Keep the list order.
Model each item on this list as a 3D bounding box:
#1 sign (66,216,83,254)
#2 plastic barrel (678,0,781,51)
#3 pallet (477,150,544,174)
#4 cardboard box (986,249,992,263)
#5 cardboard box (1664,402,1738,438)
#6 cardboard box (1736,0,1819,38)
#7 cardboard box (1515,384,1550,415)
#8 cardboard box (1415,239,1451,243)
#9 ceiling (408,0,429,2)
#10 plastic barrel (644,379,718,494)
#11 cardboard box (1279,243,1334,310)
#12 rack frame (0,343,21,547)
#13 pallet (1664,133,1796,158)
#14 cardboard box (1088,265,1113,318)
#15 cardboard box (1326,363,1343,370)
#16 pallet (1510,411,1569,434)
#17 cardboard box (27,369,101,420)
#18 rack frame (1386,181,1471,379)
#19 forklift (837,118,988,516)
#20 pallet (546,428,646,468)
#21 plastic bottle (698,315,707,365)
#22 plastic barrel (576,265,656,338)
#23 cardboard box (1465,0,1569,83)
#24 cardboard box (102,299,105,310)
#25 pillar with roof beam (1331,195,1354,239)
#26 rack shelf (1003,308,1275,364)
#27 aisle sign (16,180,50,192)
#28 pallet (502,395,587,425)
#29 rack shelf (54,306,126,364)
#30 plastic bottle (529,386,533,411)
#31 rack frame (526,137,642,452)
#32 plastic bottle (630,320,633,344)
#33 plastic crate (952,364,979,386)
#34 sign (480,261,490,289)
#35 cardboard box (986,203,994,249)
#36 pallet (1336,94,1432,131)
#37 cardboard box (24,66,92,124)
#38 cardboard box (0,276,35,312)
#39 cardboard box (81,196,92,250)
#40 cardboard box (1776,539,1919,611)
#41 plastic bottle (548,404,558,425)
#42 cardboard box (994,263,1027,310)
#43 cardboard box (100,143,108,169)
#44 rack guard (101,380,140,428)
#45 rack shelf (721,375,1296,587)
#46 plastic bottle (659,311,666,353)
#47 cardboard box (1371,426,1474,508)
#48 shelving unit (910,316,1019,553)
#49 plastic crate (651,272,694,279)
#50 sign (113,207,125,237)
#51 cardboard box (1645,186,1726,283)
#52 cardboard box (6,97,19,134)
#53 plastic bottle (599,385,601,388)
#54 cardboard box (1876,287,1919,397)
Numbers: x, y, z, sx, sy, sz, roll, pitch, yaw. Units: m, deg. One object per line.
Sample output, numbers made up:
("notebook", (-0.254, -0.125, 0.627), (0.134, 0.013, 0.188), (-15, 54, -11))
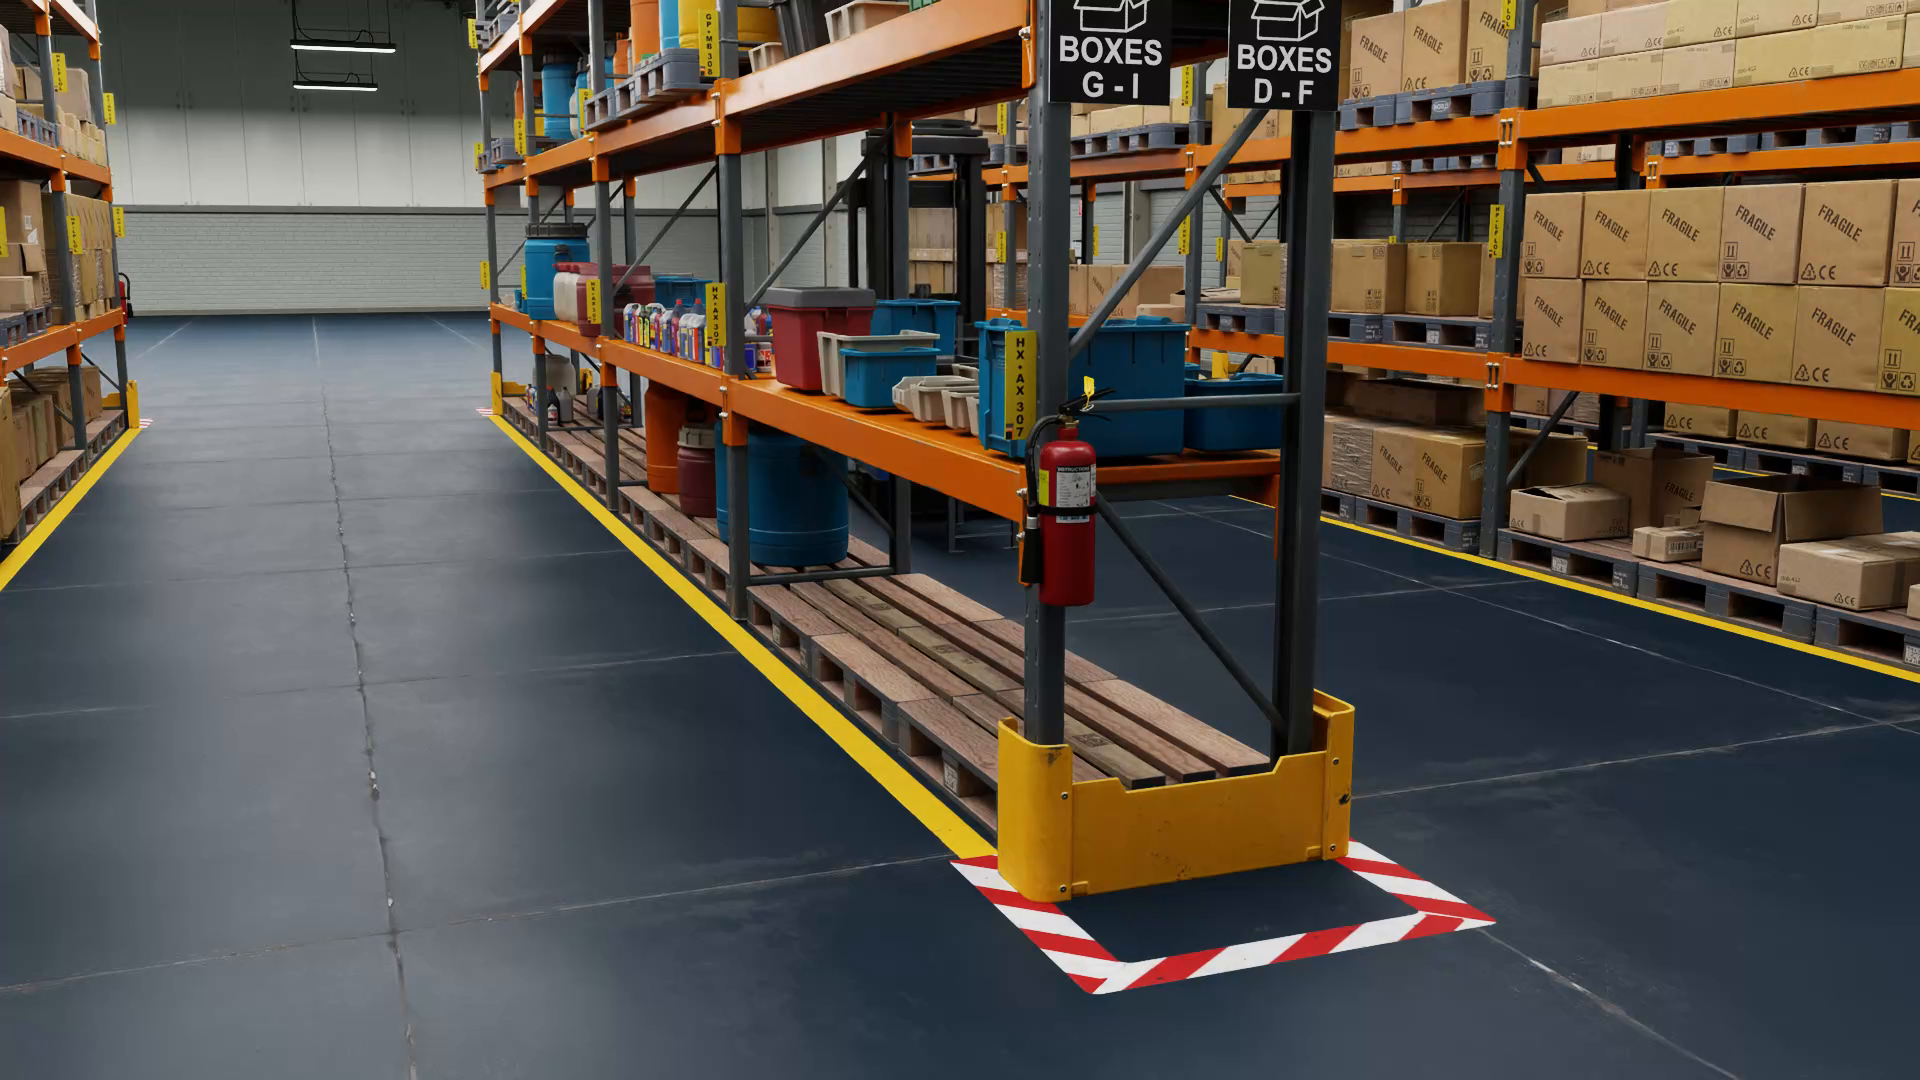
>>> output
("sign", (-7.760, -2.672, 14.572), (0.100, 0.325, 0.005), (-4, 11, -21))
("plastic barrel", (-1.280, -2.987, 9.347), (0.600, 0.588, 0.600), (0, 10, 0))
("pallet", (-4.900, -4.276, 18.870), (1.003, 0.211, 1.213), (-4, 11, -21))
("cardboard box", (0.475, -3.177, 18.578), (0.380, 0.149, 0.250), (-4, 11, -23))
("cardboard box", (7.168, -1.377, 15.533), (0.750, 0.750, 0.750), (-4, 11, -22))
("cardboard box", (4.337, -2.697, 8.454), (0.500, 0.250, 0.500), (-4, 11, -21))
("cardboard box", (6.430, -1.627, 17.886), (0.700, 0.500, 0.500), (-4, 11, -21))
("cardboard box", (5.599, -3.405, 20.225), (0.500, 0.500, 0.500), (-4, 11, -22))
("ceiling", (-14.554, -16.406, 52.259), (6.000, 0.001, 6.000), (-4, 11, -21))
("plastic barrel", (-2.017, -0.787, 12.279), (0.600, 0.830, 0.708), (-4, 11, -21))
("cardboard box", (2.895, -2.041, 12.842), (0.700, 0.500, 0.500), (-2, 10, -10))
("rack frame", (-6.826, -1.414, 10.802), (1.000, 3.000, 0.127), (-4, 11, -21))
("pallet", (7.307, -3.639, 15.285), (1.213, 0.211, 1.003), (-3, 11, -18))
("cardboard box", (1.594, -2.450, 16.341), (0.500, 0.500, 0.500), (-4, 11, -21))
("cardboard box", (4.717, -2.314, 21.744), (0.700, 0.500, 0.500), (-5, 11, -24))
("pallet", (6.304, -1.310, 18.183), (1.003, 0.211, 1.213), (-4, 11, -21))
("cardboard box", (-9.266, -1.497, 17.210), (0.500, 0.500, 0.500), (-1, 10, -6))
("rack frame", (5.574, -3.009, 19.774), (1.000, 3.000, 0.127), (-4, 11, -21))
("forklift", (-0.383, -1.836, 13.374), (1.130, 2.935, 3.031), (-2, 10, -11))
("pallet", (-3.339, -0.882, 15.777), (1.003, 0.211, 1.213), (-4, 11, -21))
("plastic bottle", (-1.465, -1.210, 9.799), (0.144, 0.351, 0.185), (-4, 11, -21))
("plastic barrel", (-2.660, -1.851, 12.875), (0.600, 0.536, 0.708), (-4, 11, -21))
("cardboard box", (3.744, -3.258, 10.834), (0.600, 0.600, 0.600), (-5, 11, -26))
("cardboard box", (-9.125, -2.442, 17.301), (0.380, 0.149, 0.250), (-4, 11, -21))
("pillar with roof beam", (1.172, -6.283, 21.049), (9.100, 9.000, 0.400), (-4, 11, -21))
("rack shelf", (1.683, -2.014, 16.231), (1.077, 0.370, 4.000), (-4, 11, -21))
("aisle sign", (-10.027, -3.990, 17.865), (0.394, 0.787, 0.004), (-4, 11, -21))
("pallet", (-4.748, -1.518, 19.354), (1.003, 0.211, 1.213), (-4, 11, -21))
("rack shelf", (-9.000, -2.039, 16.370), (1.077, 0.370, 4.000), (-4, 11, -21))
("plastic bottle", (-4.618, -1.535, 18.021), (0.097, 0.271, 0.097), (0, 10, 0))
("rack frame", (-3.659, -2.381, 16.239), (1.000, 3.000, 0.127), (-4, 11, -21))
("plastic bottle", (-2.303, -1.502, 11.868), (0.097, 0.201, 0.097), (0, 10, 0))
("plastic crate", (0.151, -0.710, 7.425), (0.293, 0.136, 0.466), (-4, 11, -21))
("sign", (-5.623, -3.136, 19.693), (0.100, 0.325, 0.005), (-4, 11, -21))
("cardboard box", (0.608, -3.537, 18.749), (0.700, 0.500, 0.500), (-4, 11, -21))
("pallet", (3.308, -3.053, 11.990), (1.213, 0.211, 1.003), (-4, 11, -21))
("cardboard box", (-8.928, -4.401, 16.469), (0.500, 0.500, 0.500), (-4, 11, -21))
("cardboard box", (-7.219, -1.835, 12.398), (0.500, 0.250, 0.500), (-4, 11, -23))
("cardboard box", (-8.565, -3.007, 15.771), (0.500, 0.500, 0.500), (-4, 11, -21))
("cardboard box", (4.564, 0.171, 8.487), (0.500, 0.250, 0.500), (-4, 11, -21))
("plastic bottle", (-4.081, -1.259, 16.668), (0.097, 0.201, 0.097), (0, 10, 0))
("cardboard box", (0.792, -2.816, 18.399), (0.700, 0.500, 0.500), (-4, 11, -22))
("cardboard box", (-9.314, -4.060, 17.541), (0.500, 0.250, 0.500), (-4, 11, -20))
("rack guard", (-9.698, -1.476, 18.292), (1.175, 0.500, 0.348), (-4, 11, -21))
("rack shelf", (-0.036, -0.394, 7.126), (1.077, 0.370, 4.000), (-4, 11, -21))
("plastic bottle", (-1.919, -1.364, 10.892), (0.097, 0.271, 0.097), (0, 10, 0))
("cardboard box", (3.240, -0.518, 11.650), (0.500, 0.500, 0.500), (-4, 11, -21))
("shelving unit", (-0.031, -0.752, 11.367), (0.538, 1.500, 1.048), (-4, 11, -21))
("plastic crate", (-2.510, -2.043, 14.155), (0.402, 0.464, 0.583), (-4, 11, -21))
("sign", (-9.201, -3.477, 18.193), (0.100, 0.325, 0.005), (-4, 11, -21))
("cardboard box", (4.139, -1.667, 9.088), (0.500, 0.500, 0.500), (-4, 11, -23))
("cardboard box", (-7.140, -3.077, 12.014), (0.500, 0.250, 0.500), (-4, 11, -20))
("plastic bottle", (-3.855, -1.582, 18.055), (0.144, 0.351, 0.185), (-3, 11, -19))
("cardboard box", (4.700, -0.925, 7.772), (0.500, 0.500, 0.500), (-4, 11, -20))
